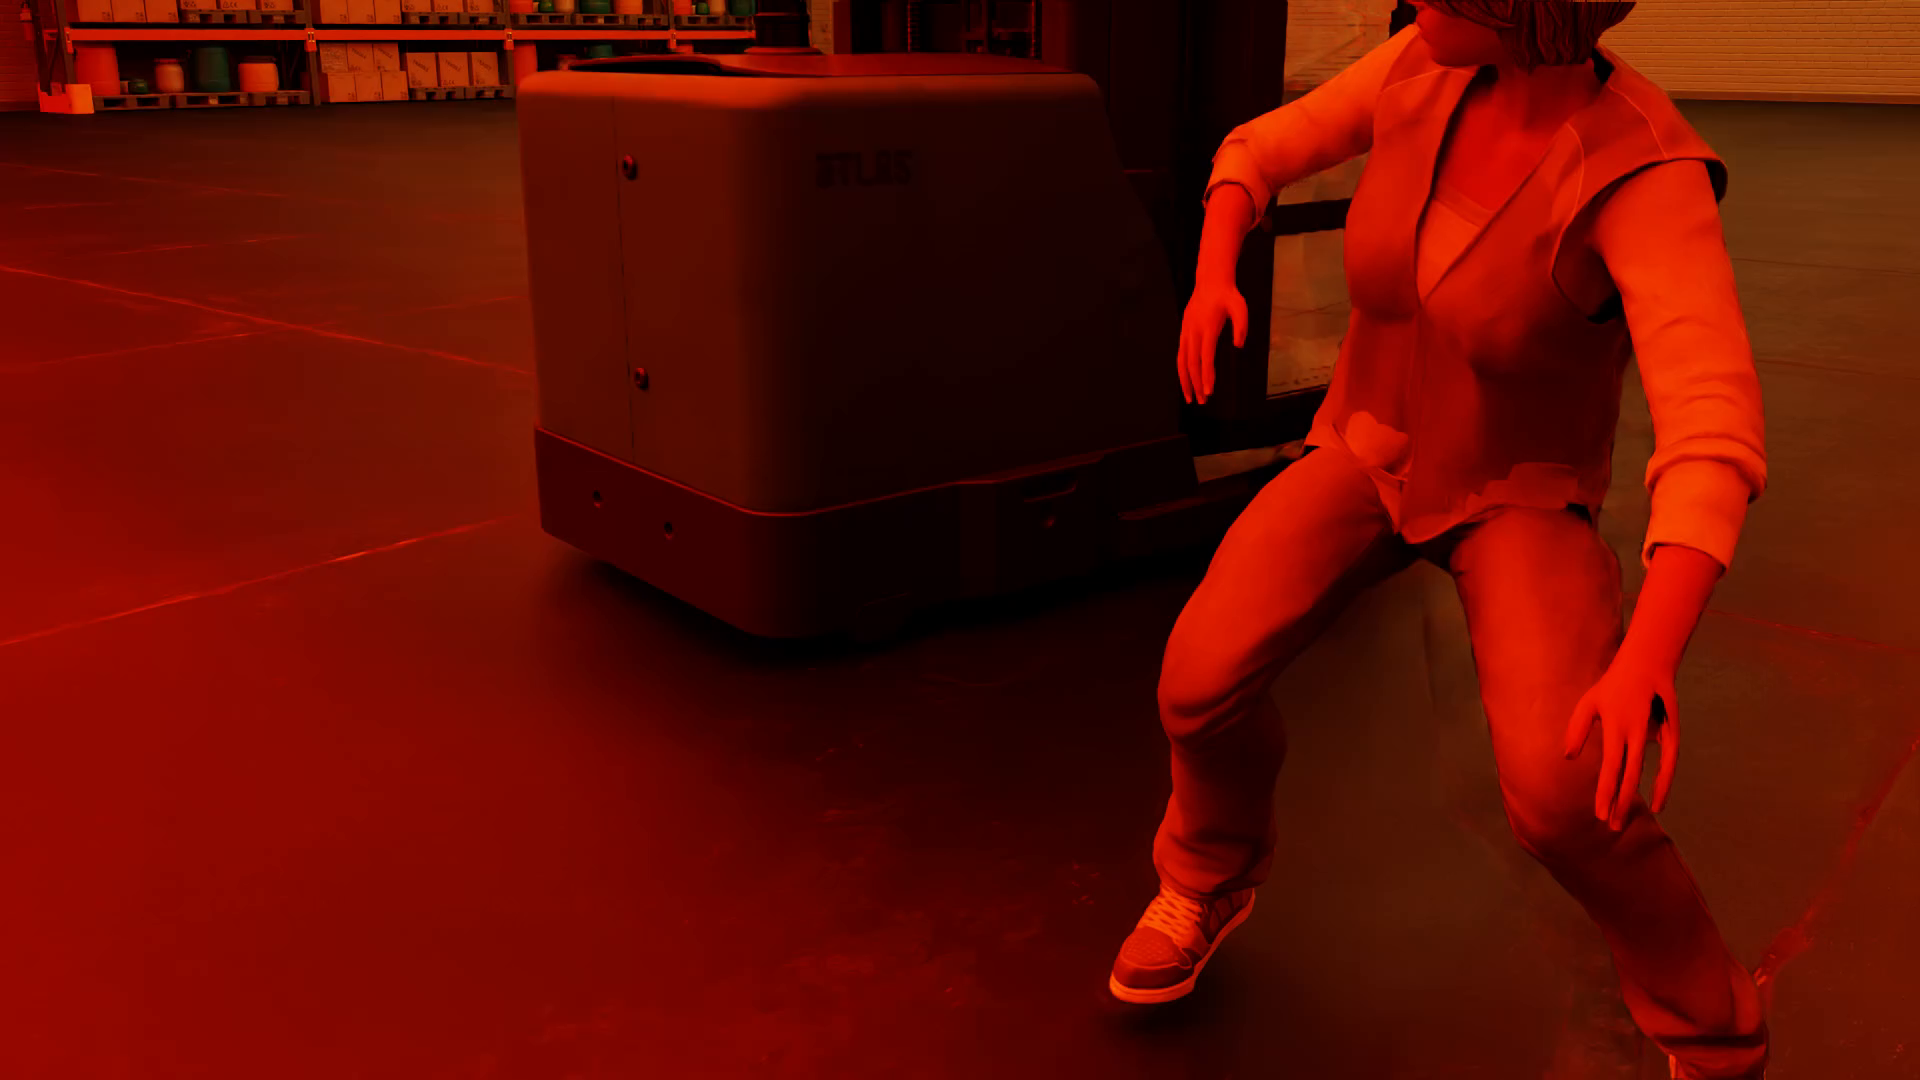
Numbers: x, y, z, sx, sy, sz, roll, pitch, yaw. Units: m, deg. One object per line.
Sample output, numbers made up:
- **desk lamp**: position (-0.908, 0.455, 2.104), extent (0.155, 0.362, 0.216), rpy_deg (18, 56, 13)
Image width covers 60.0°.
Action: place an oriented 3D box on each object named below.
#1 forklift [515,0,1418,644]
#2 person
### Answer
- **forklift**: position (0.505, -1.533, 3.945), extent (3.031, 2.935, 1.130), rpy_deg (-13, 21, -37)
- **person**: position (0.495, 0.001, 1.695), extent (0.736, 1.370, 0.765), rpy_deg (12, 21, 35)
